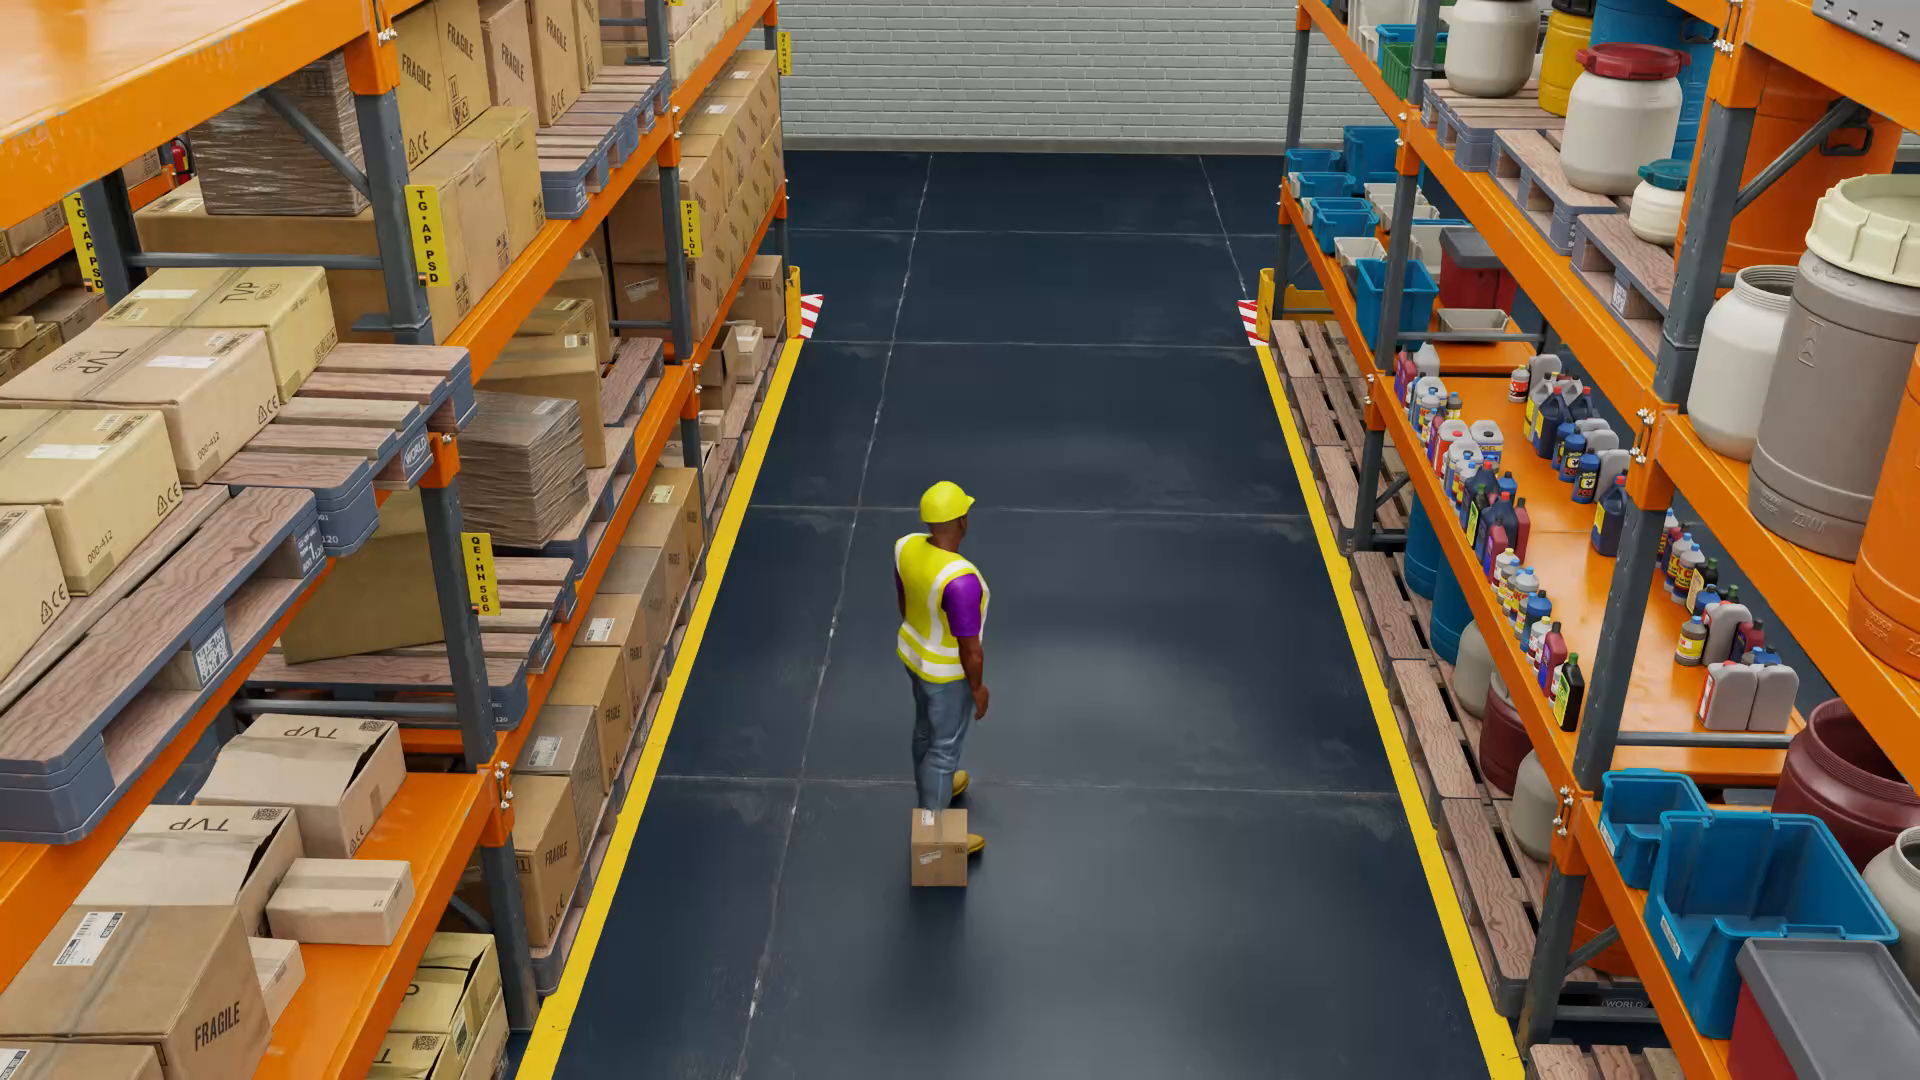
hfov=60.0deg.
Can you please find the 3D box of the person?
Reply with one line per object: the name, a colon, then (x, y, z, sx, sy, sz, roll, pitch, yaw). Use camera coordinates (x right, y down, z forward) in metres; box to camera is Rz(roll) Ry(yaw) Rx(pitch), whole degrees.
person: (-0.060, 0.557, 7.516, 0.441, 1.729, 0.631, -15, 31, -26)
